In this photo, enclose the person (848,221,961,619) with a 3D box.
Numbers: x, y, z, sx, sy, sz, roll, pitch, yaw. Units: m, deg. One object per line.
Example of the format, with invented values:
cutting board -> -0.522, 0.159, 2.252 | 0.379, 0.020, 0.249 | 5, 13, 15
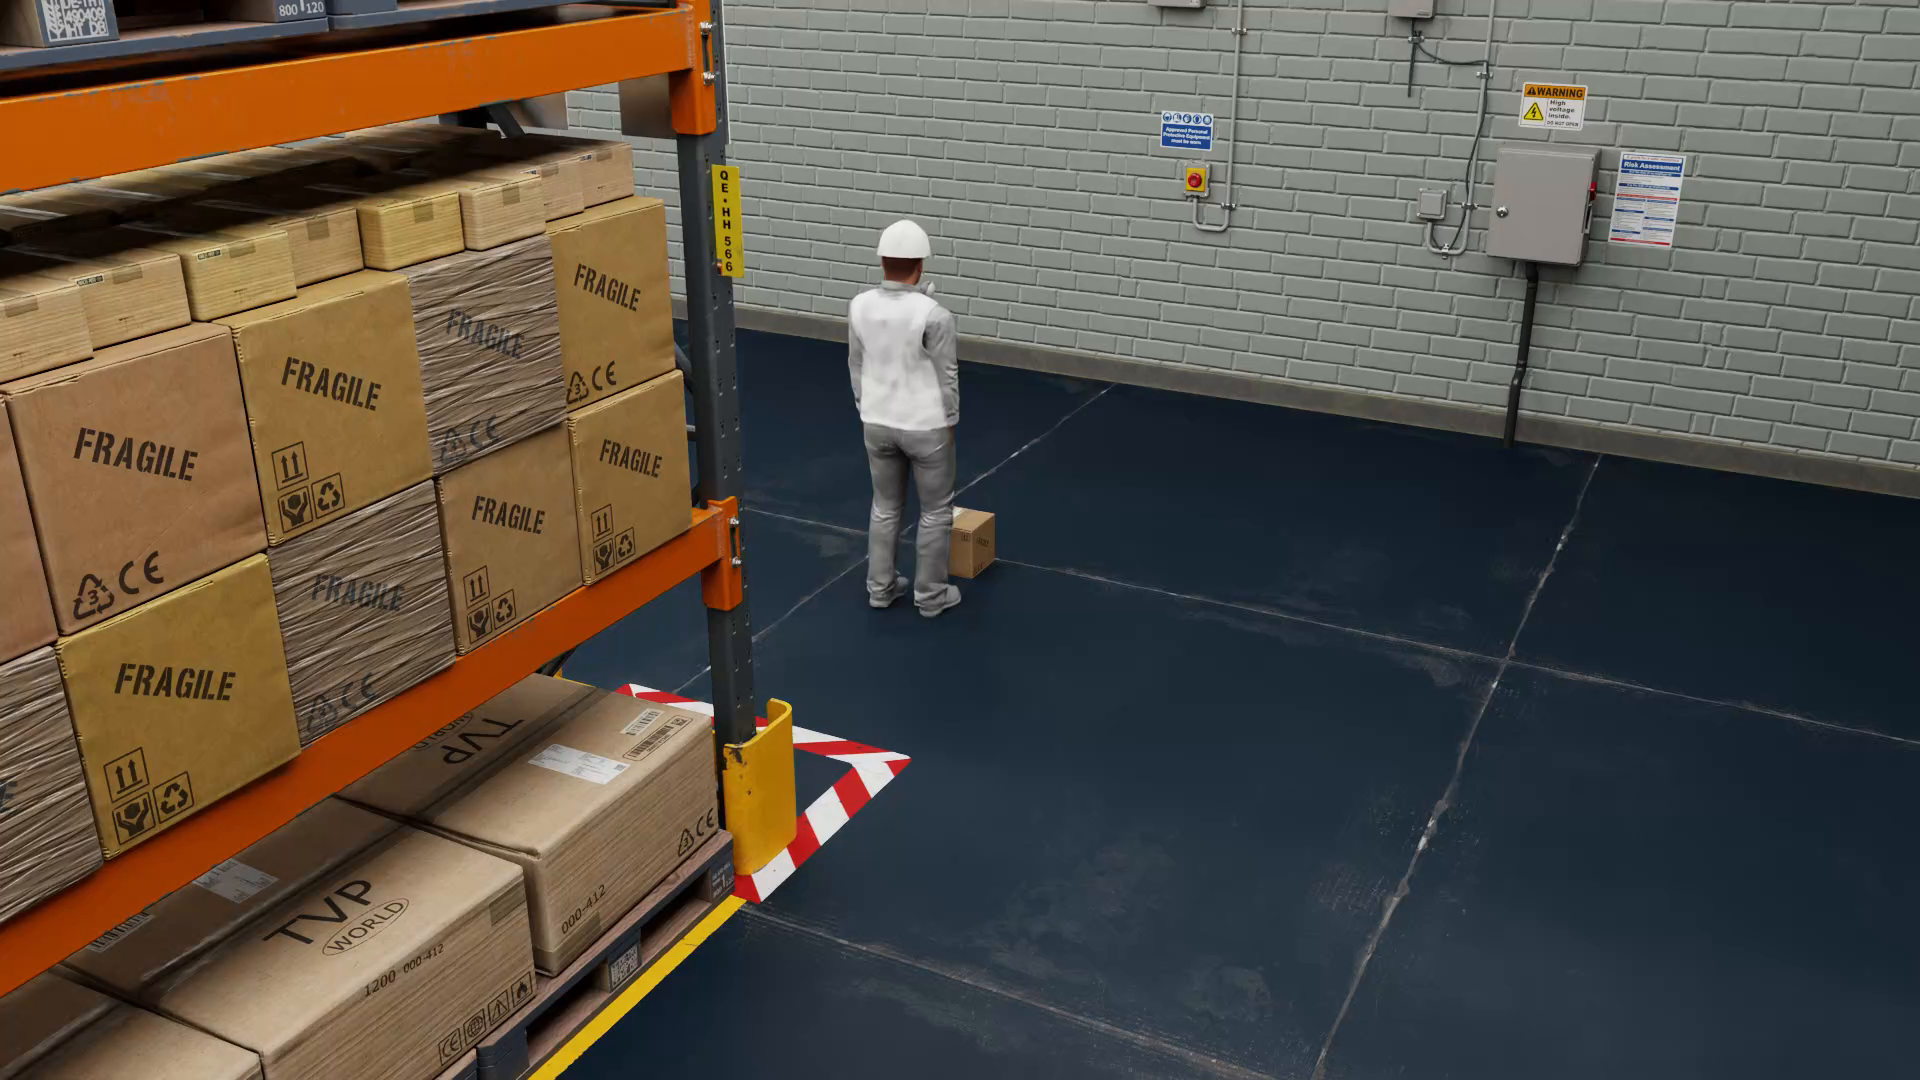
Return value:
person -> -0.241, -0.524, 7.341 | 0.534, 1.767, 0.356 | 12, 25, 26
